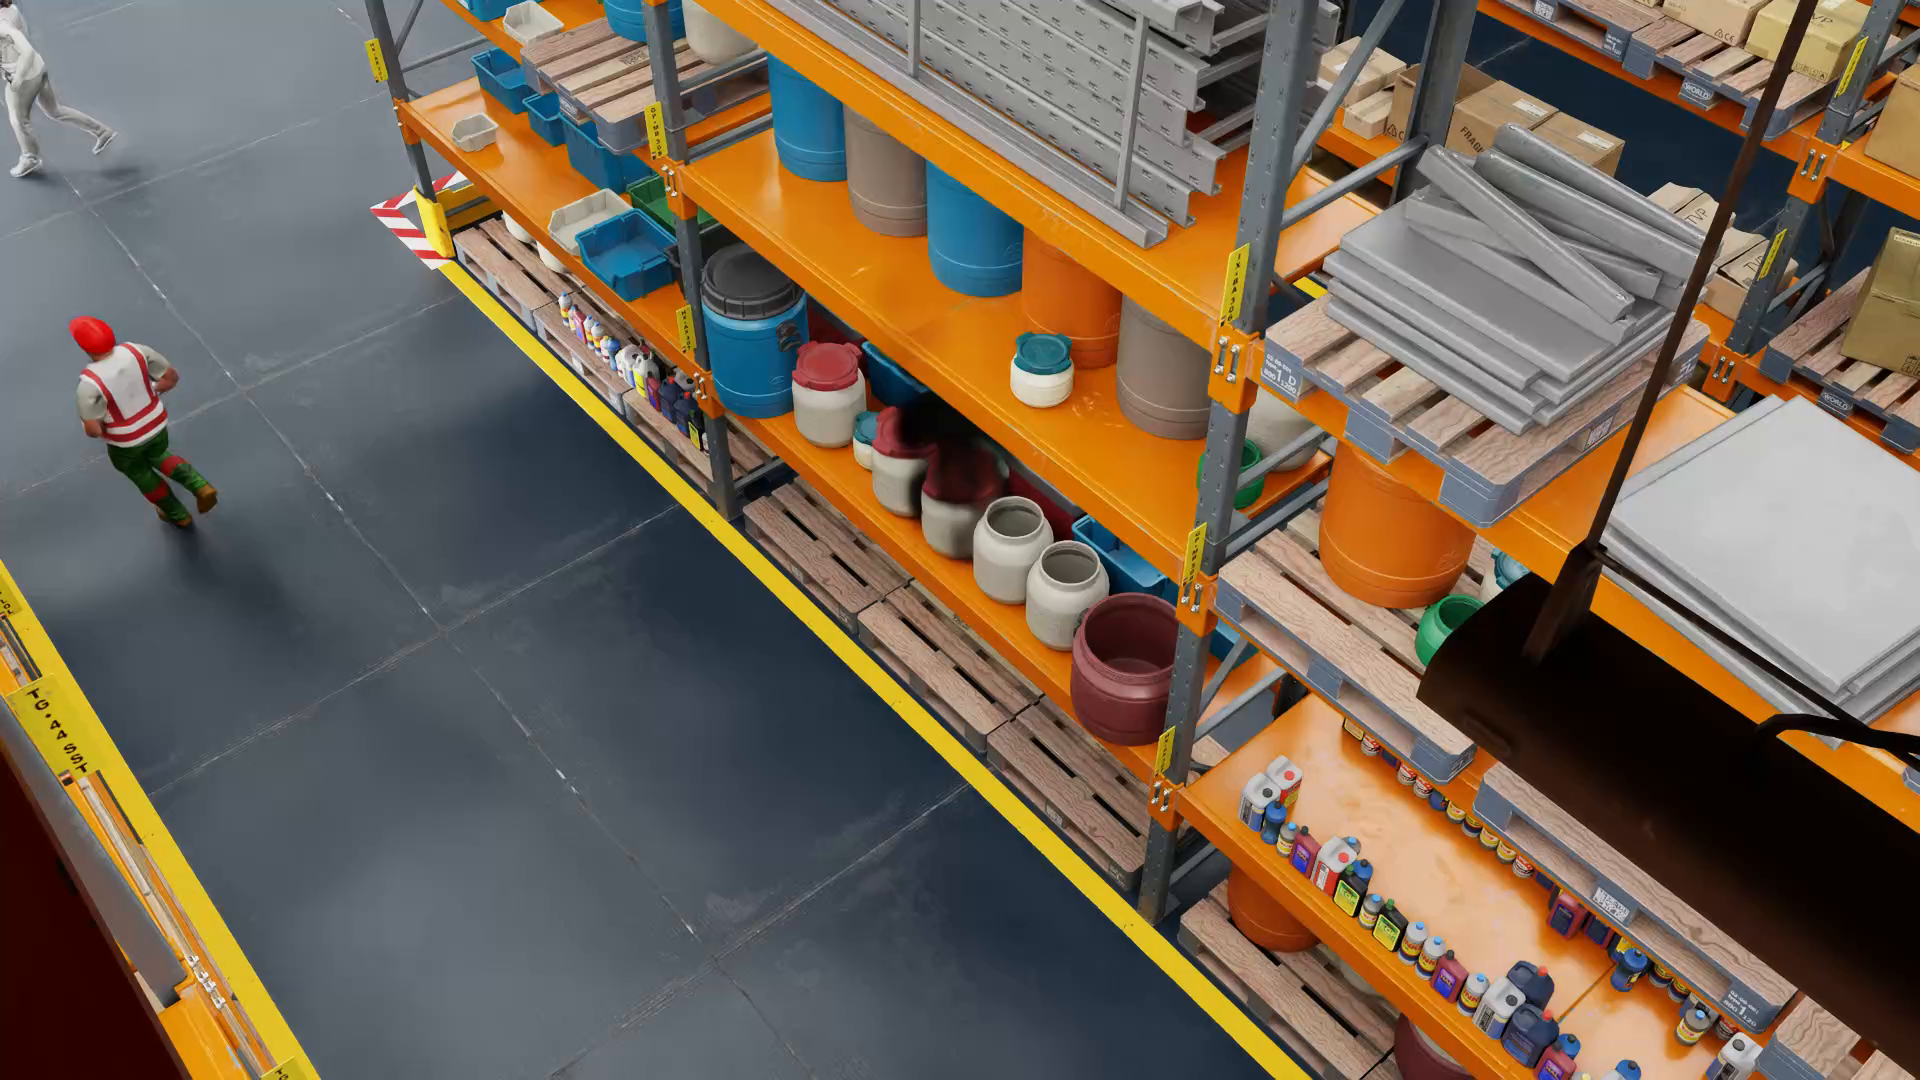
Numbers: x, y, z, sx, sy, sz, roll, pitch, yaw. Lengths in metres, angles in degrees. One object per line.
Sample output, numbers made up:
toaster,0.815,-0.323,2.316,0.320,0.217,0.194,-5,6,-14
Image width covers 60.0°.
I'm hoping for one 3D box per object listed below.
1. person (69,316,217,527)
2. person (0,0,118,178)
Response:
person,-5.140,-0.686,10.440,0.606,1.740,0.658,25,51,22
person,-7.467,-3.708,13.333,0.923,1.714,0.624,-6,47,-6
